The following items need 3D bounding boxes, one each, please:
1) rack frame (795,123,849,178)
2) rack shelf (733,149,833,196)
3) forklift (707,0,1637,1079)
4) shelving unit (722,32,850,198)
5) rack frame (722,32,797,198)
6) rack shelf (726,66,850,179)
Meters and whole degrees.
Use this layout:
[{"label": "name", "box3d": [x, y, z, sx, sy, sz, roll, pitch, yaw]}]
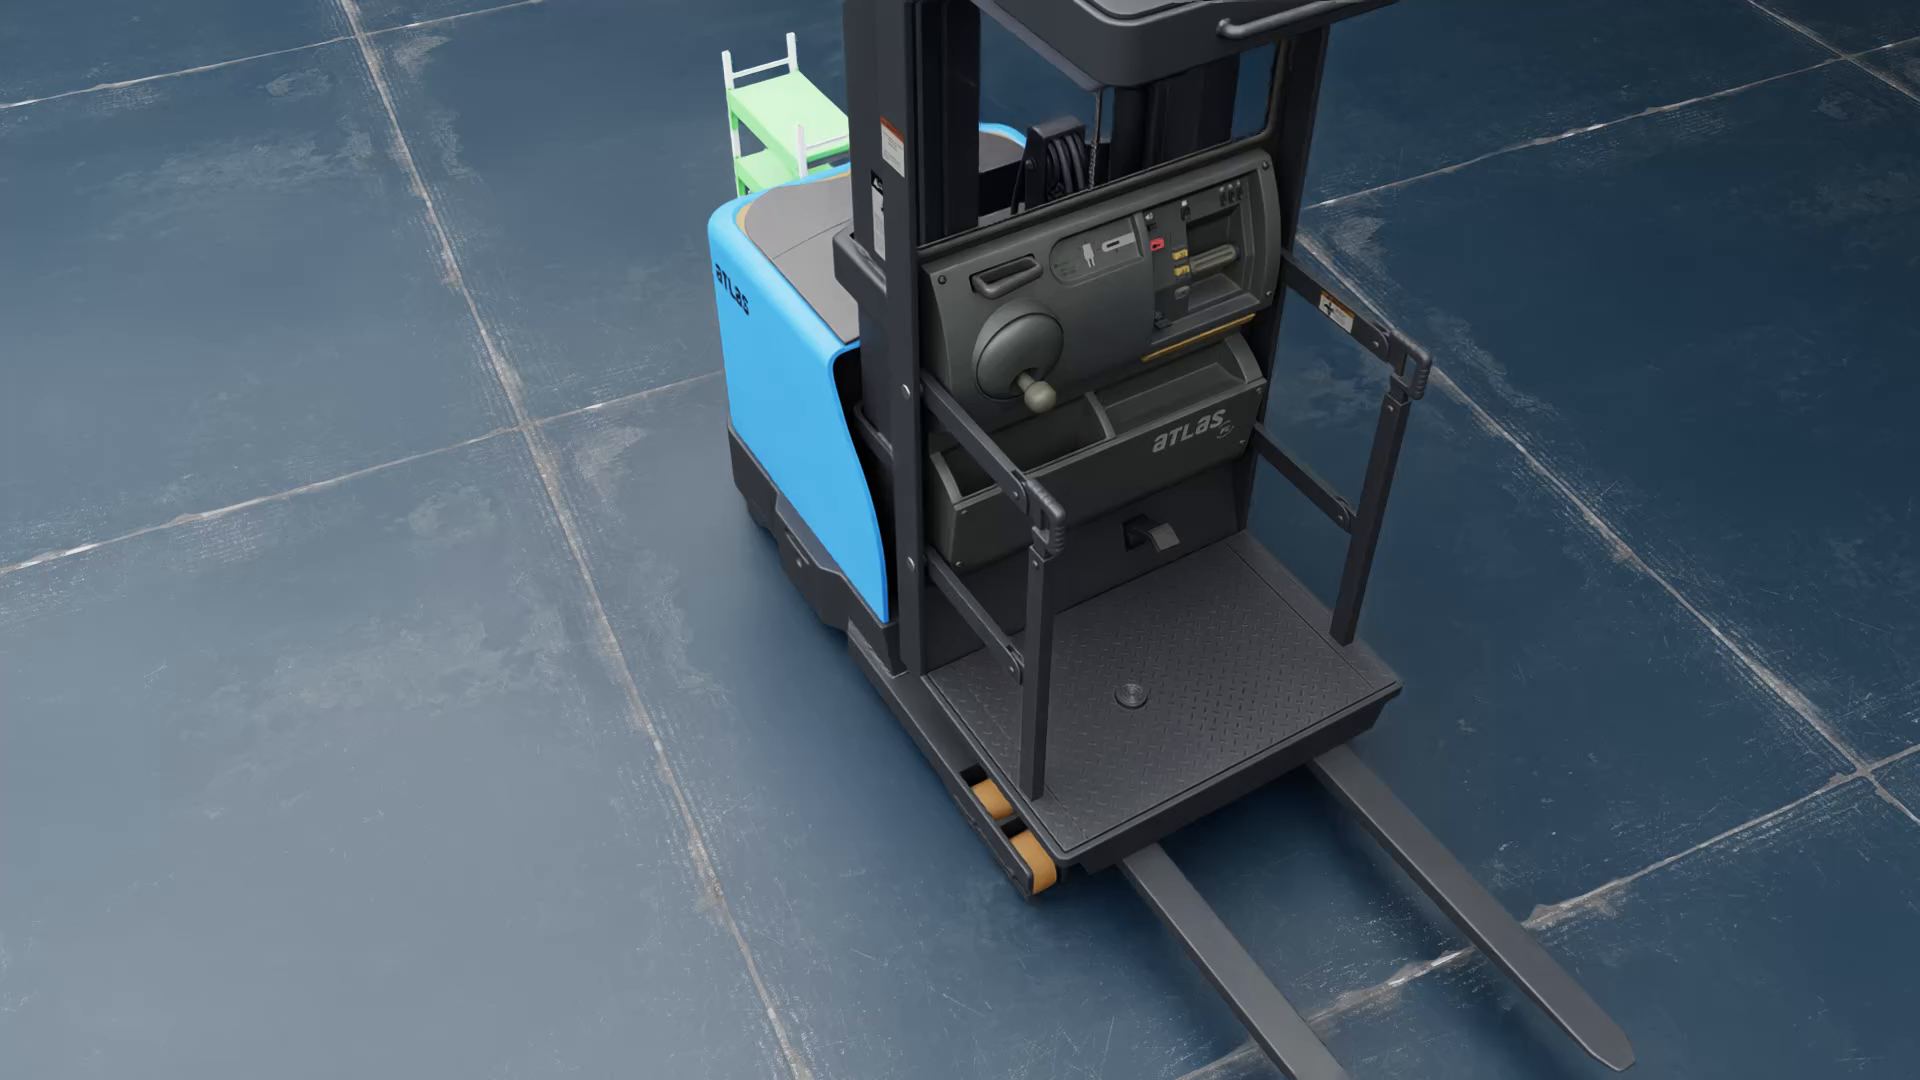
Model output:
[{"label": "rack frame", "box3d": [-0.364, -0.797, 5.203, 0.240, 1.200, 0.015, -23, 49, -22]}, {"label": "rack shelf", "box3d": [-0.490, -1.069, 5.229, 0.258, 0.148, 0.480, -23, 49, -22]}, {"label": "forklift", "box3d": [0.462, -0.503, 3.673, 1.130, 2.935, 3.031, -23, 49, -22]}, {"label": "shelving unit", "box3d": [-0.490, -0.944, 5.352, 0.258, 1.200, 0.503, -23, 49, -22]}, {"label": "rack frame", "box3d": [-0.615, -1.091, 5.501, 0.240, 1.200, 0.015, -23, 49, -22]}, {"label": "rack shelf", "box3d": [-0.490, -1.240, 5.060, 0.258, 0.148, 0.480, -23, 49, -22]}]
